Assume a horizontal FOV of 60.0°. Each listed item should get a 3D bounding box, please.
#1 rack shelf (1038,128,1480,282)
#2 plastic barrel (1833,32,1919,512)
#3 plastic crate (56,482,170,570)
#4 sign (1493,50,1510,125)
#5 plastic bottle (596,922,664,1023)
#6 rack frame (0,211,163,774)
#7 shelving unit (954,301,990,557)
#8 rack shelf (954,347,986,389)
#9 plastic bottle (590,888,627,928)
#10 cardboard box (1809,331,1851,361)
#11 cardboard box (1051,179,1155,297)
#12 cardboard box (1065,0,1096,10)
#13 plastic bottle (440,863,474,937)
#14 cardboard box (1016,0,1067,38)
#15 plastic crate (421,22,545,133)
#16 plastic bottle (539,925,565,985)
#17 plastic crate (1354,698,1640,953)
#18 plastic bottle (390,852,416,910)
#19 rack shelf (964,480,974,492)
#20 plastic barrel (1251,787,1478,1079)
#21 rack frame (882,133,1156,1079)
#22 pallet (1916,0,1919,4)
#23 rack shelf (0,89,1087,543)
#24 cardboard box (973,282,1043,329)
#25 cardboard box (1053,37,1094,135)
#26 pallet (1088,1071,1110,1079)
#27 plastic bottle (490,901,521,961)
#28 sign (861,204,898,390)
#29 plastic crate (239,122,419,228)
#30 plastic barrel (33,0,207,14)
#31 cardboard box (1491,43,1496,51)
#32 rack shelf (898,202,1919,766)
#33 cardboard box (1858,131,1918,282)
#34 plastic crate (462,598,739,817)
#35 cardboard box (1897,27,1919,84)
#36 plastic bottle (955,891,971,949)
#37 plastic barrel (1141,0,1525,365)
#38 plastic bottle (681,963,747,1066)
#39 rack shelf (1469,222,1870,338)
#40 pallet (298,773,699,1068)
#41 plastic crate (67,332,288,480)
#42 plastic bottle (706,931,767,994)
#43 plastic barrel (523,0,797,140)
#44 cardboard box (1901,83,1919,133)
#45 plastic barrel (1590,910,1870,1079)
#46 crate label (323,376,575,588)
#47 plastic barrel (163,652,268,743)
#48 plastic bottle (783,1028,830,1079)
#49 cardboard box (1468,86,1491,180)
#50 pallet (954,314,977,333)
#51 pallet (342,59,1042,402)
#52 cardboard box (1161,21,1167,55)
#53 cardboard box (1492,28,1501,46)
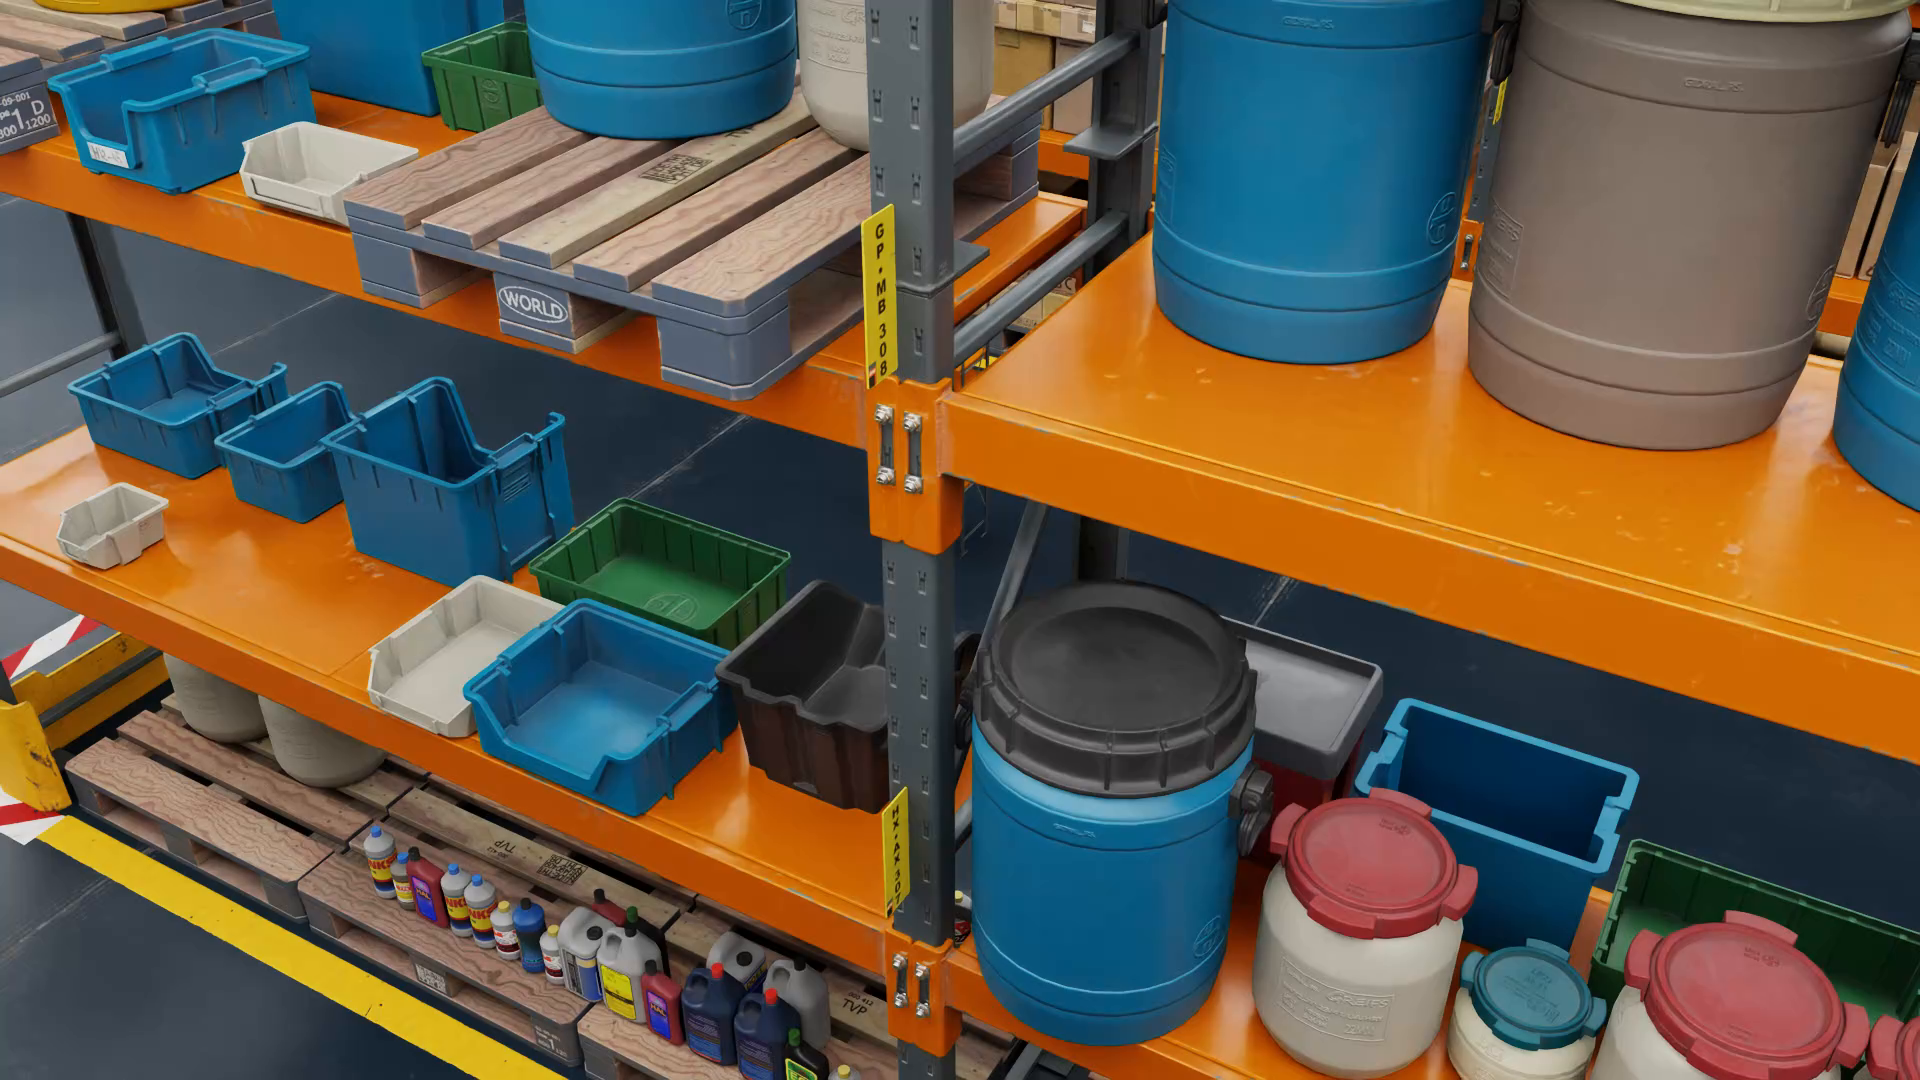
[{"bbox_3d":[0.864,-2.075,8.809,4.000,0.370,1.077,18,37,24],"label":"rack shelf"},{"bbox_3d":[1.825,-0.504,2.642,0.708,0.901,0.600,18,37,24],"label":"plastic barrel"},{"bbox_3d":[-2.716,-0.031,5.329,0.250,0.136,0.298,18,37,24],"label":"plastic crate"},{"bbox_3d":[2.327,-1.950,7.120,0.005,0.325,0.100,18,37,24],"label":"sign"},{"bbox_3d":[-1.010,1.297,5.088,0.185,0.351,0.144,17,37,24],"label":"plastic bottle"},{"bbox_3d":[-3.333,-0.542,5.858,0.127,3.000,1.000,18,37,24],"label":"rack frame"},{"bbox_3d":[-0.013,-0.503,7.423,0.189,1.200,0.258,18,37,24],"label":"shelving unit"},{"bbox_3d":[-0.013,-0.766,7.248,0.180,0.103,0.258,18,37,24],"label":"rack shelf"},{"bbox_3d":[-1.096,1.227,5.254,0.133,0.283,0.061,18,37,24],"label":"plastic bottle"},{"bbox_3d":[3.981,-0.836,7.896,0.500,0.311,0.500,17,37,24],"label":"cardboard box"},{"bbox_3d":[0.784,-1.599,8.870,0.500,0.500,0.500,18,37,24],"label":"cardboard box"},{"bbox_3d":[0.905,-2.939,8.197,0.500,0.500,0.700,18,38,24],"label":"cardboard box"},{"bbox_3d":[-1.616,1.153,5.376,0.097,0.271,0.097,0,34,0],"label":"plastic bottle"},{"bbox_3d":[0.481,-2.672,8.380,0.250,0.149,0.380,17,37,24],"label":"cardboard box"},{"bbox_3d":[-1.095,-1.167,4.281,0.450,0.188,0.336,18,37,24],"label":"plastic crate"},{"bbox_3d":[-1.265,1.294,5.229,0.097,0.201,0.097,0,34,0],"label":"plastic bottle"},{"bbox_3d":[1.252,0.718,3.979,0.575,0.384,0.392,18,37,24],"label":"plastic crate"},{"bbox_3d":[-1.824,1.117,5.495,0.097,0.201,0.097,0,34,0],"label":"plastic bottle"},{"bbox_3d":[-0.013,-0.267,7.581,0.180,0.103,0.258,18,37,24],"label":"rack shelf"},{"bbox_3d":[0.861,0.870,3.614,0.433,0.535,0.433,0,34,0],"label":"plastic barrel"},{"bbox_3d":[0.140,0.558,4.206,0.127,3.000,1.000,18,37,24],"label":"rack frame"},{"bbox_3d":[6.789,-3.554,10.554,1.213,0.211,1.003,18,37,24],"label":"pallet"},{"bbox_3d":[-1.597,-0.941,4.400,4.000,0.370,1.077,18,37,24],"label":"rack shelf"},{"bbox_3d":[0.353,-1.427,9.289,0.500,0.250,0.500,18,37,24],"label":"cardboard box"},{"bbox_3d":[0.872,-2.407,8.569,0.500,0.500,0.700,19,38,26],"label":"cardboard box"},{"bbox_3d":[0.841,1.916,4.682,1.213,0.211,1.003,18,37,24],"label":"pallet"},{"bbox_3d":[-1.443,1.237,5.314,0.097,0.201,0.097,0,34,0],"label":"plastic bottle"},{"bbox_3d":[-0.143,-0.433,2.979,0.005,0.325,0.100,18,37,24],"label":"sign"},{"bbox_3d":[-1.455,-0.828,3.818,0.396,0.136,0.243,18,37,24],"label":"plastic crate"},{"bbox_3d":[-2.280,-1.791,4.479,0.600,0.588,0.600,0,34,0],"label":"plastic barrel"},{"bbox_3d":[2.463,-2.303,7.827,0.250,0.149,0.380,18,37,24],"label":"cardboard box"},{"bbox_3d":[1.876,0.159,2.748,4.000,0.370,1.077,18,37,24],"label":"rack shelf"},{"bbox_3d":[4.152,-1.365,7.003,0.500,0.500,0.500,18,38,24],"label":"cardboard box"},{"bbox_3d":[-0.956,0.446,4.508,0.616,0.251,0.499,18,37,24],"label":"plastic crate"},{"bbox_3d":[6.540,-3.209,11.045,0.500,0.250,0.500,16,37,23],"label":"cardboard box"},{"bbox_3d":[-0.008,1.213,5.350,0.097,0.201,0.097,0,34,0],"label":"plastic bottle"},{"bbox_3d":[0.689,-0.864,3.182,0.708,0.901,0.600,18,37,24],"label":"plastic barrel"},{"bbox_3d":[-0.729,1.386,4.955,0.185,0.351,0.144,16,37,22],"label":"plastic bottle"},{"bbox_3d":[4.337,-0.975,7.157,4.000,0.370,1.077,18,37,24],"label":"rack shelf"},{"bbox_3d":[-1.486,1.179,5.789,1.213,0.211,1.003,18,37,24],"label":"pallet"},{"bbox_3d":[-2.750,-0.486,5.908,0.616,0.251,0.499,18,37,24],"label":"plastic crate"},{"bbox_3d":[-0.677,1.339,5.093,0.135,0.276,0.152,18,37,24],"label":"plastic bottle"},{"bbox_3d":[-0.671,-1.399,3.607,0.708,0.901,0.600,18,37,24],"label":"plastic barrel"},{"bbox_3d":[6.599,-2.880,11.227,0.500,0.500,0.700,18,38,25],"label":"cardboard box"},{"bbox_3d":[1.498,1.072,3.311,0.433,0.535,0.433,0,34,0],"label":"plastic barrel"},{"bbox_3d":[-1.601,-0.181,5.283,0.616,0.435,0.502,18,37,24],"label":"crate label"},{"bbox_3d":[-2.724,0.463,6.214,0.421,0.512,0.421,0,34,0],"label":"plastic barrel"},{"bbox_3d":[-0.442,1.532,4.797,0.133,0.283,0.061,20,38,27],"label":"plastic bottle"},{"bbox_3d":[2.212,-1.985,7.935,0.500,0.500,0.700,17,37,23],"label":"cardboard box"},{"bbox_3d":[-0.187,-1.574,9.923,1.213,0.211,1.003,18,37,24],"label":"pallet"},{"bbox_3d":[-0.535,-0.763,3.654,1.003,0.211,1.213,18,37,24],"label":"pallet"},{"bbox_3d":[1.157,-2.458,8.059,0.250,0.149,0.380,19,38,26],"label":"cardboard box"},{"bbox_3d":[2.212,-2.525,7.575,0.500,0.500,0.700,18,38,25],"label":"cardboard box"}]
